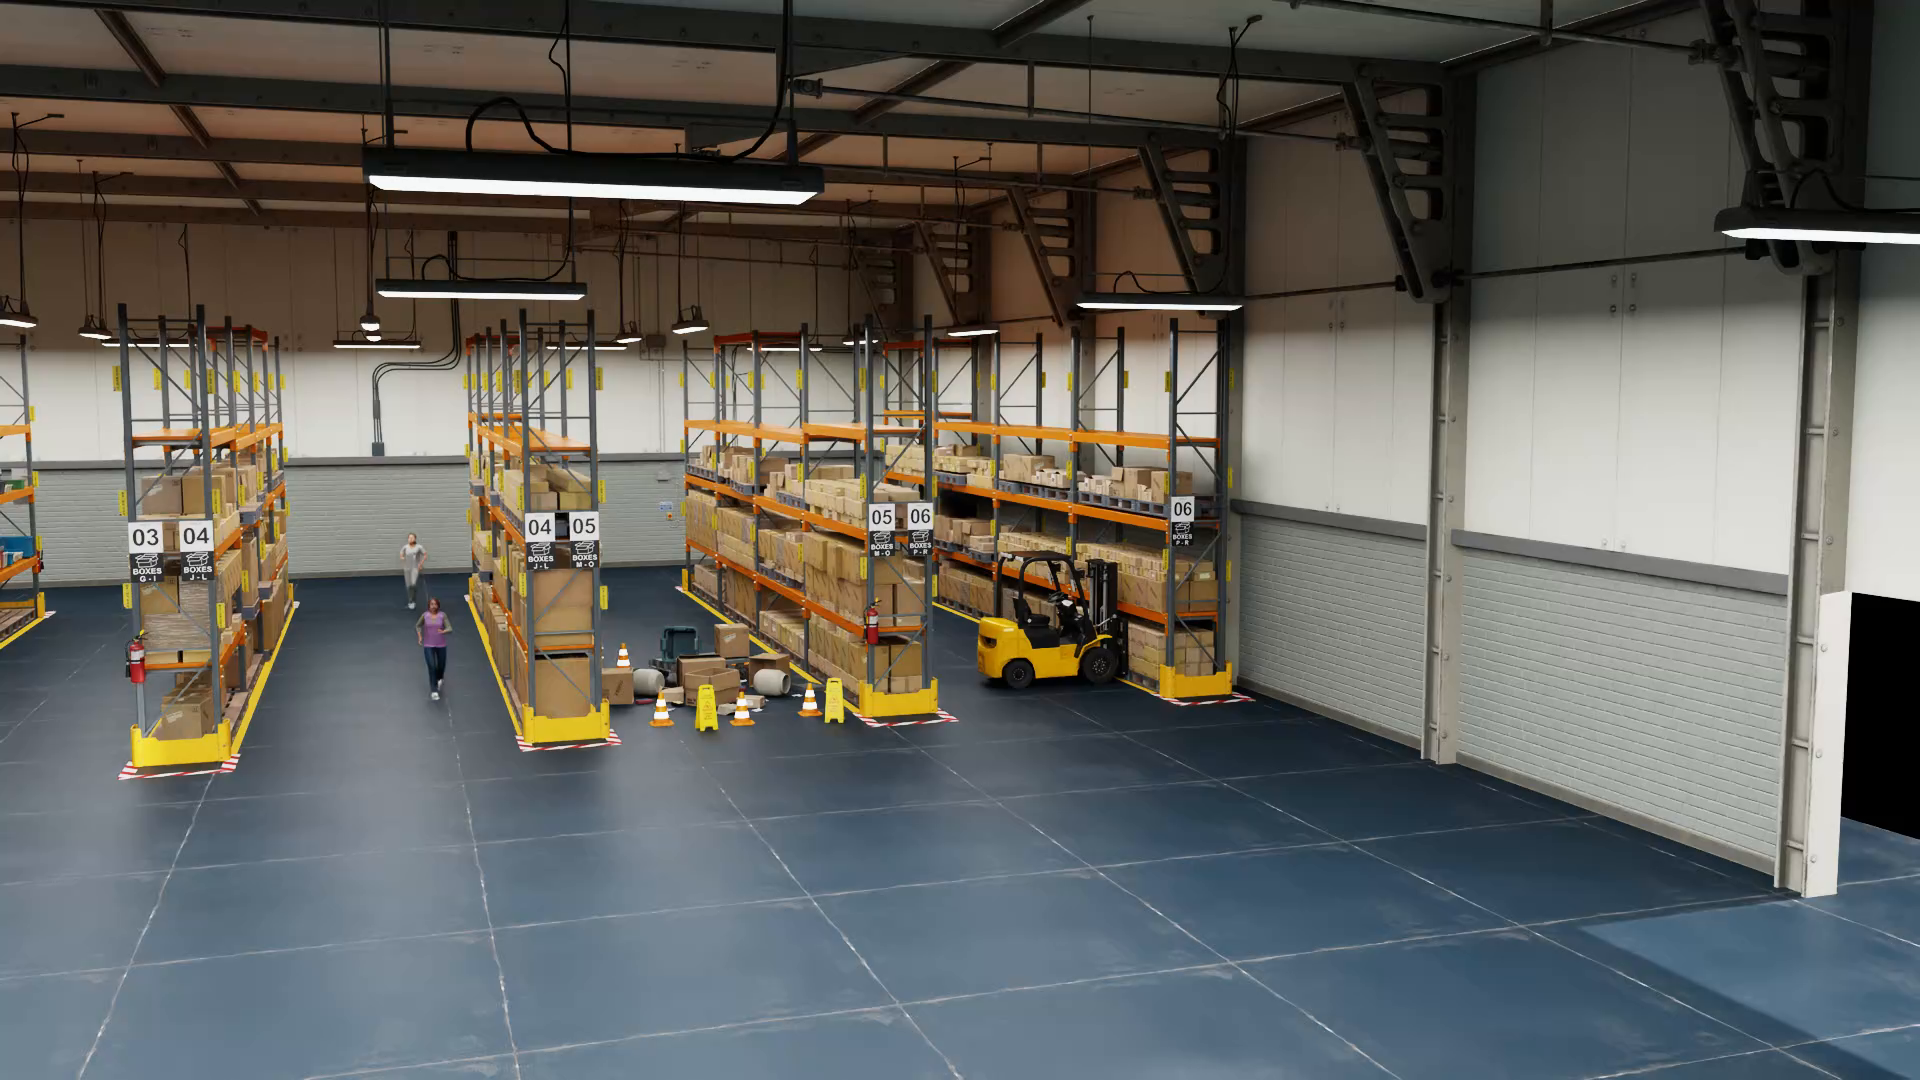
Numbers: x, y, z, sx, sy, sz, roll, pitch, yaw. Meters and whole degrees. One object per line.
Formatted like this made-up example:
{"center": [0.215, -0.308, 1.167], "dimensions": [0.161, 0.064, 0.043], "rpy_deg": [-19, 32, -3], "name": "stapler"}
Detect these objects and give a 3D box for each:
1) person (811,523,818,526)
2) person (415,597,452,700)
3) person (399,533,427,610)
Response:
{"center": [-3.139, 0.401, 36.086], "dimensions": [0.701, 1.834, 0.972], "rpy_deg": [-2, 6, -18], "name": "person"}
{"center": [-8.343, 1.694, 26.399], "dimensions": [0.542, 1.579, 0.886], "rpy_deg": [-2, 6, -22], "name": "person"}
{"center": [-12.111, 0.688, 36.755], "dimensions": [0.572, 1.696, 0.624], "rpy_deg": [0, 5, 1], "name": "person"}
